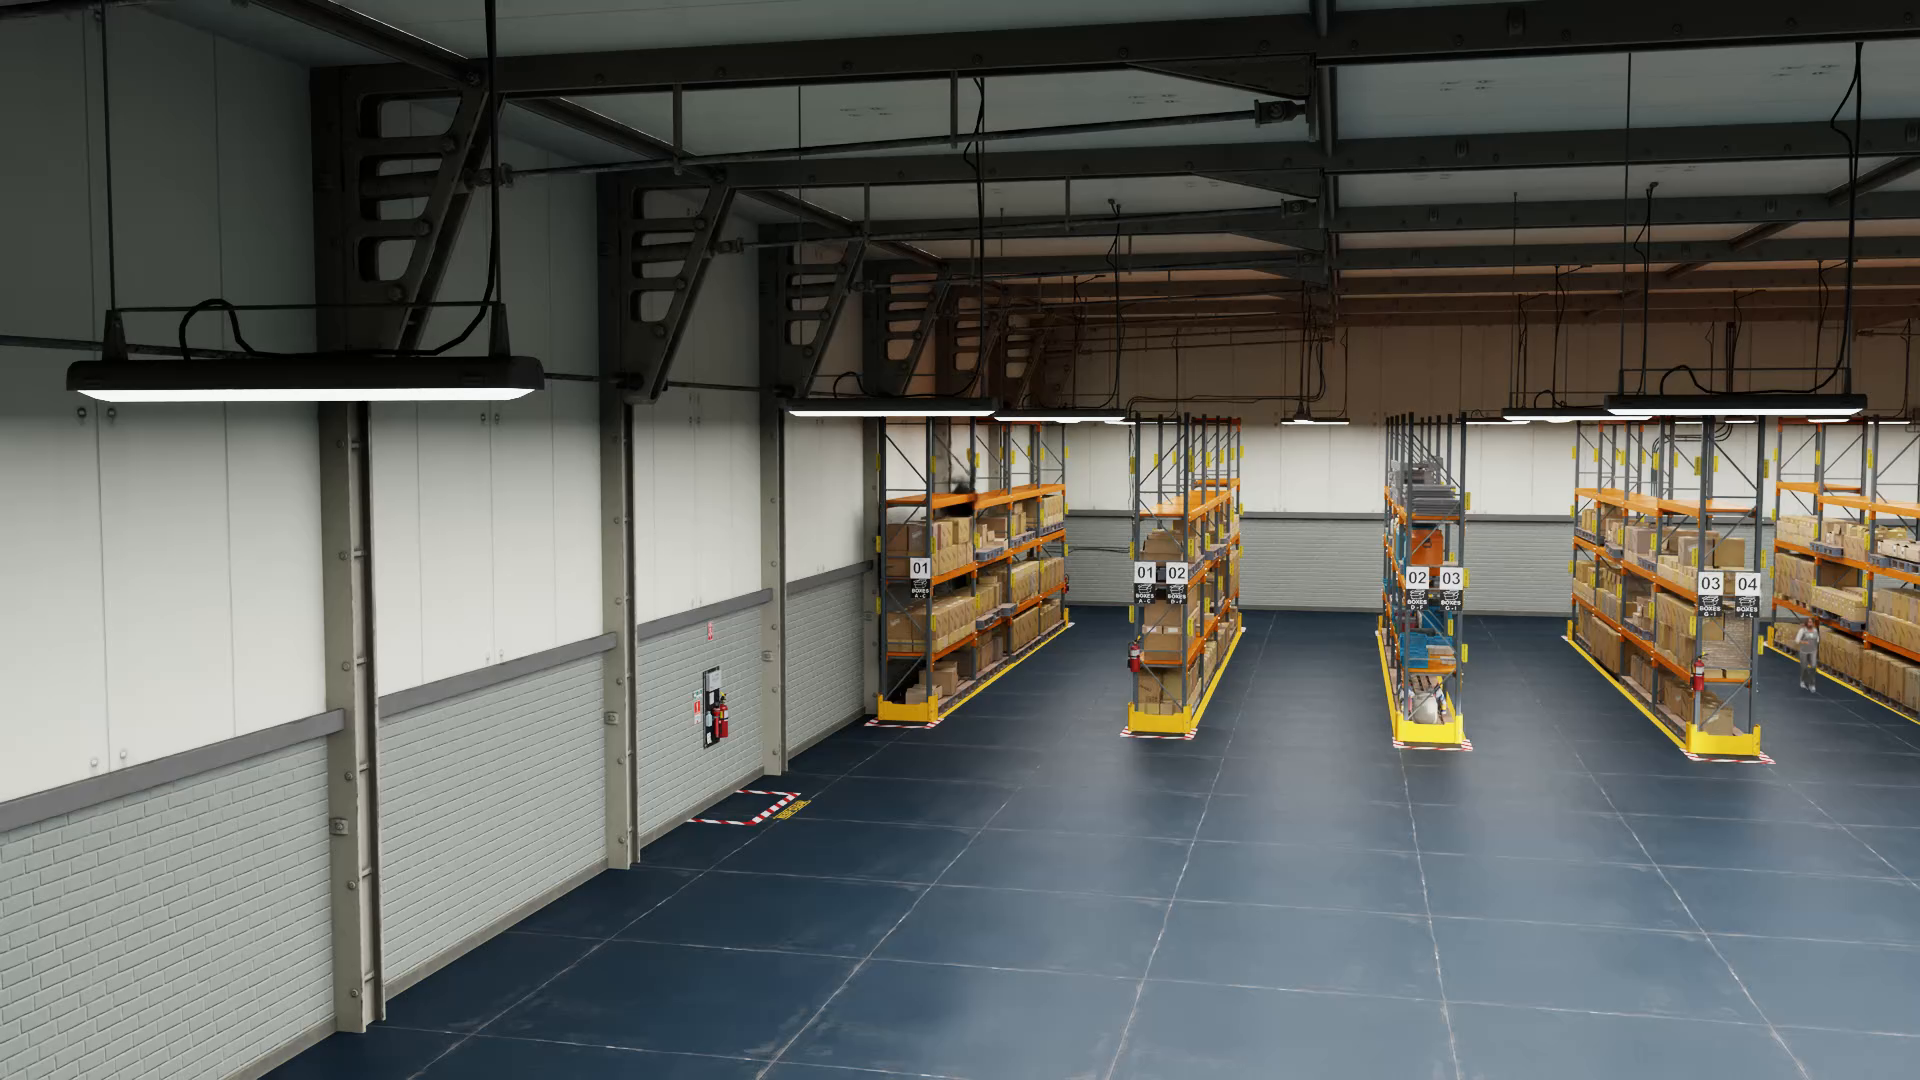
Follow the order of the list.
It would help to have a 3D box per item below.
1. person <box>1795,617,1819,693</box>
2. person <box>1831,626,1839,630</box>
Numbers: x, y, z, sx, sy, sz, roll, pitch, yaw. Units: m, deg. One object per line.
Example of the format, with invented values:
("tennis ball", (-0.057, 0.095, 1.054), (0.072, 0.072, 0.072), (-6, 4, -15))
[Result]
("person", (18.411, 2.487, 36.132), (0.522, 1.641, 0.722), (1, 4, 14))
("person", (23.129, 1.937, 43.853), (0.723, 1.633, 0.541), (-1, 4, -10))
